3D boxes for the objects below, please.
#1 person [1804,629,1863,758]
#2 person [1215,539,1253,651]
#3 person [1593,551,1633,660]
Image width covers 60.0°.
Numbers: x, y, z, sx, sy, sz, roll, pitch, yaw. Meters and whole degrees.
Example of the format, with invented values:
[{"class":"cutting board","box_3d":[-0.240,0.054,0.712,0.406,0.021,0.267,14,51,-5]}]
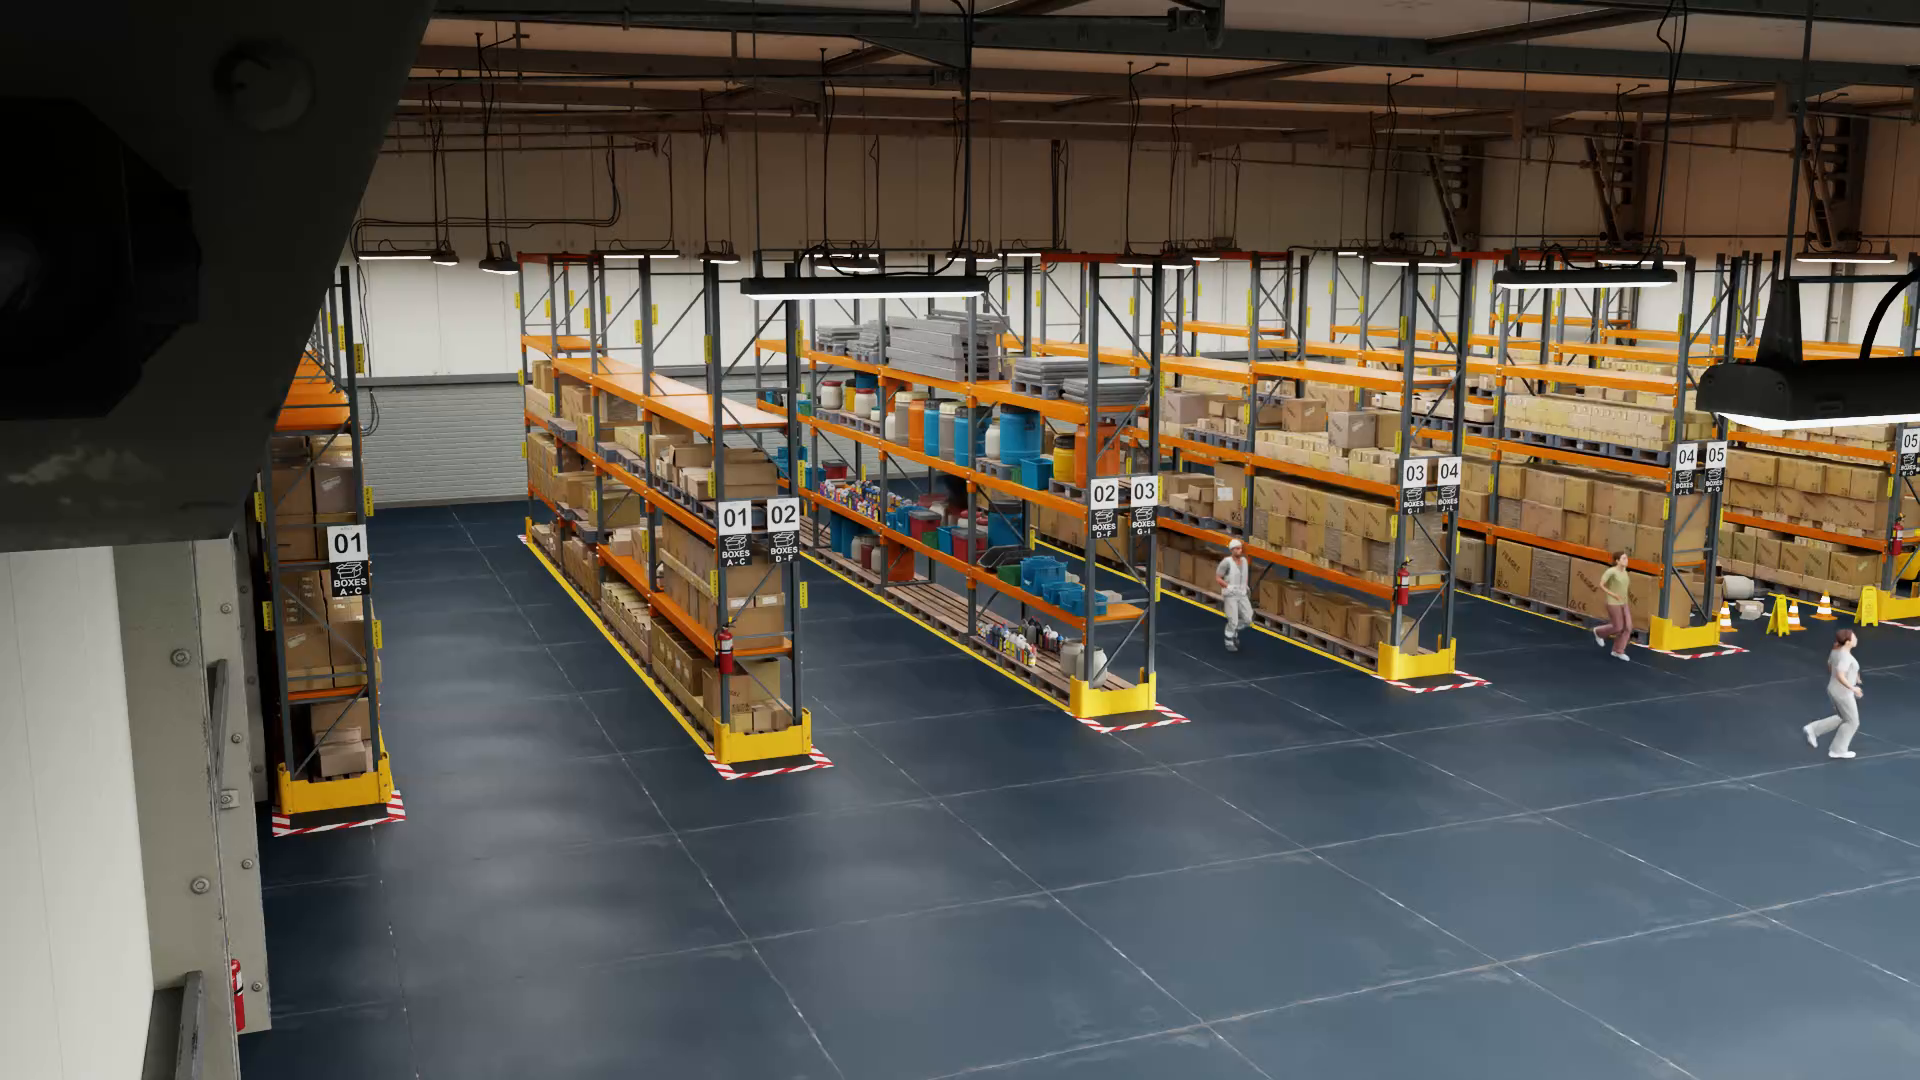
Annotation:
[{"class":"person","box_3d":[10.699,1.870,20.287,0.621,1.626,0.555,2,11,11]},{"class":"person","box_3d":[4.219,0.856,25.417,0.661,1.746,0.573,-5,11,-25]},{"class":"person","box_3d":[9.950,0.969,25.276,0.614,1.650,0.660,-5,12,-26]}]
